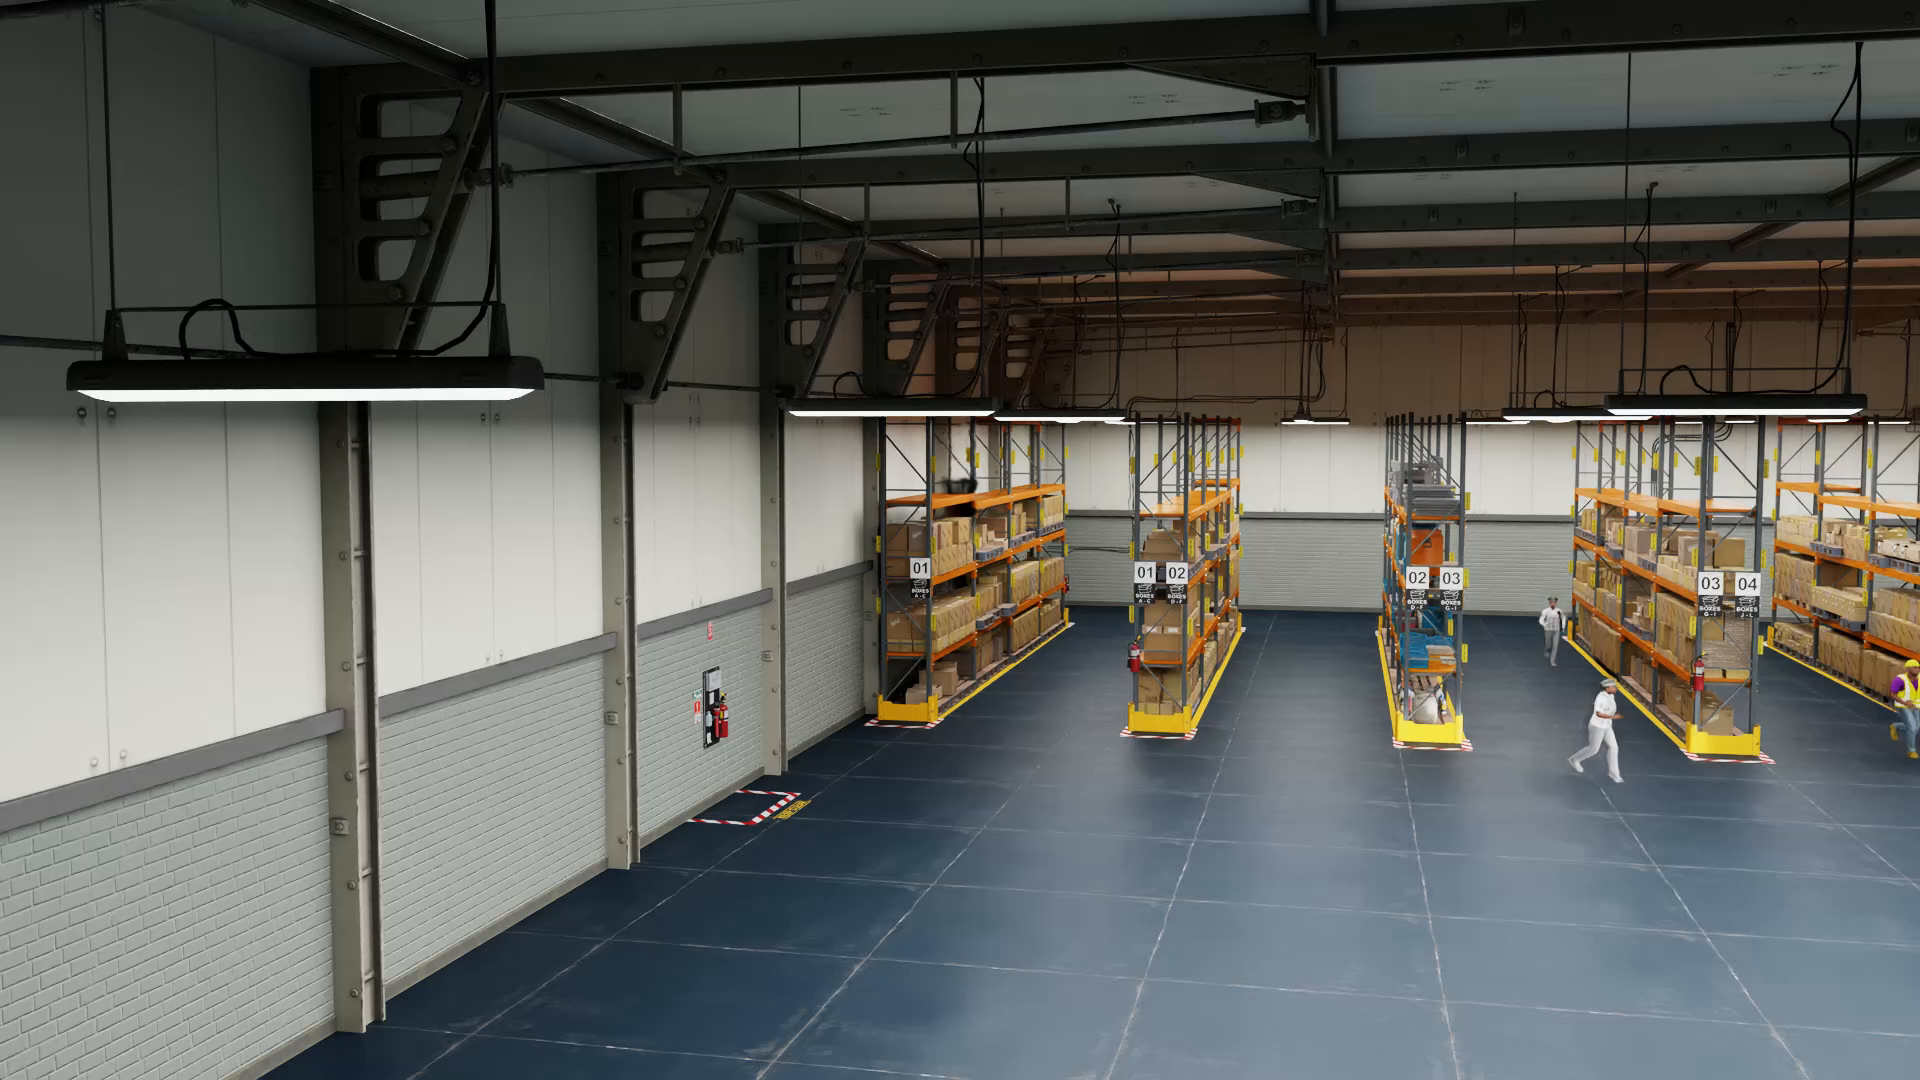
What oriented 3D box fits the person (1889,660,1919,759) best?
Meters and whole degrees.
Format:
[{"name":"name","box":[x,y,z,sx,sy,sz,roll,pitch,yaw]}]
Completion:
[{"name":"person","box":[16.513,2.919,29.025,0.738,1.720,0.705,-1,4,-13]}]

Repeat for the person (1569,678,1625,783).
[{"name":"person","box":[10.392,3.075,27.088,0.928,1.718,0.606,4,5,44]}]

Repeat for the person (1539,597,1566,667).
[{"name":"person","box":[14.285,2.191,40.034,0.632,1.655,0.861,1,4,12]}]
